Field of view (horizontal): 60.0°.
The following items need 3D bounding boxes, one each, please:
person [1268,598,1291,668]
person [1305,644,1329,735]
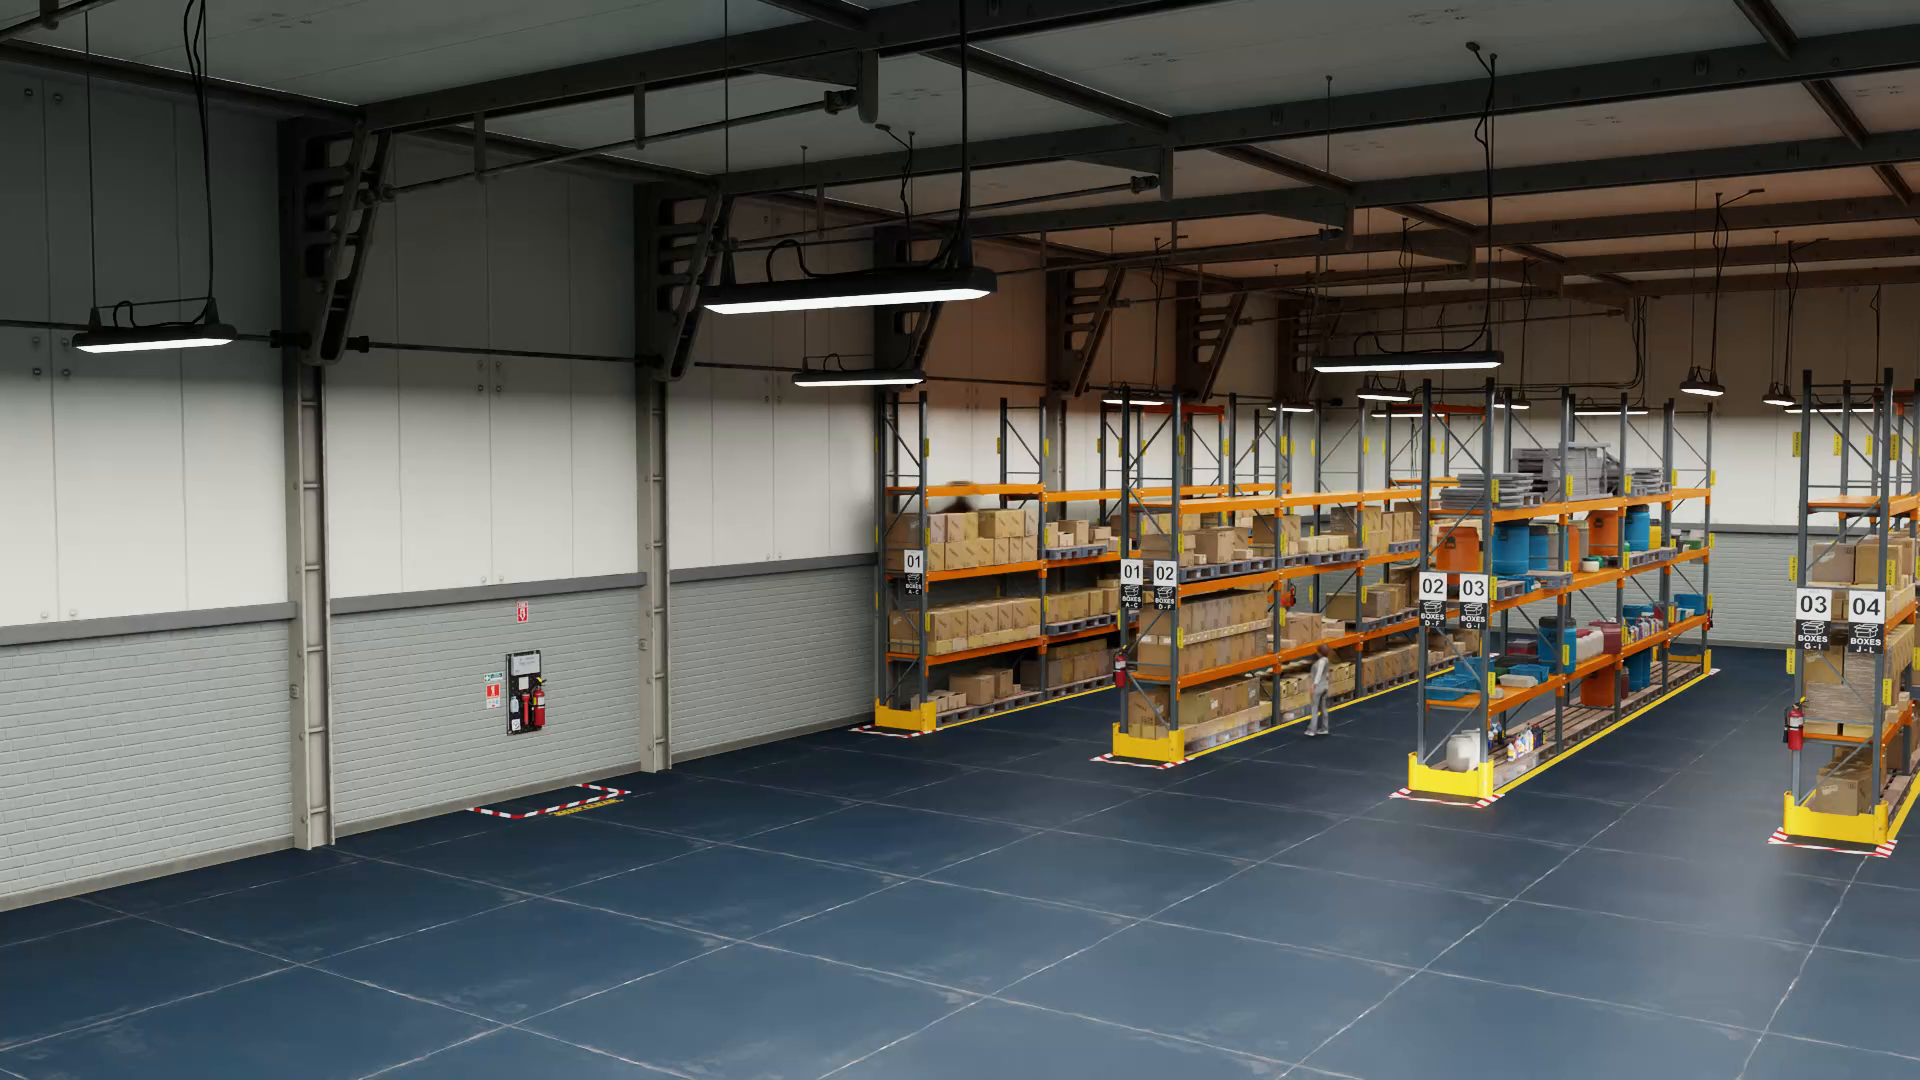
[{"bbox_3d":[6.952,2.159,36.140,0.615,1.813,0.877,2,4,34],"label":"person"},{"bbox_3d":[6.207,2.603,28.899,0.394,1.598,0.487,2,4,38],"label":"person"}]
